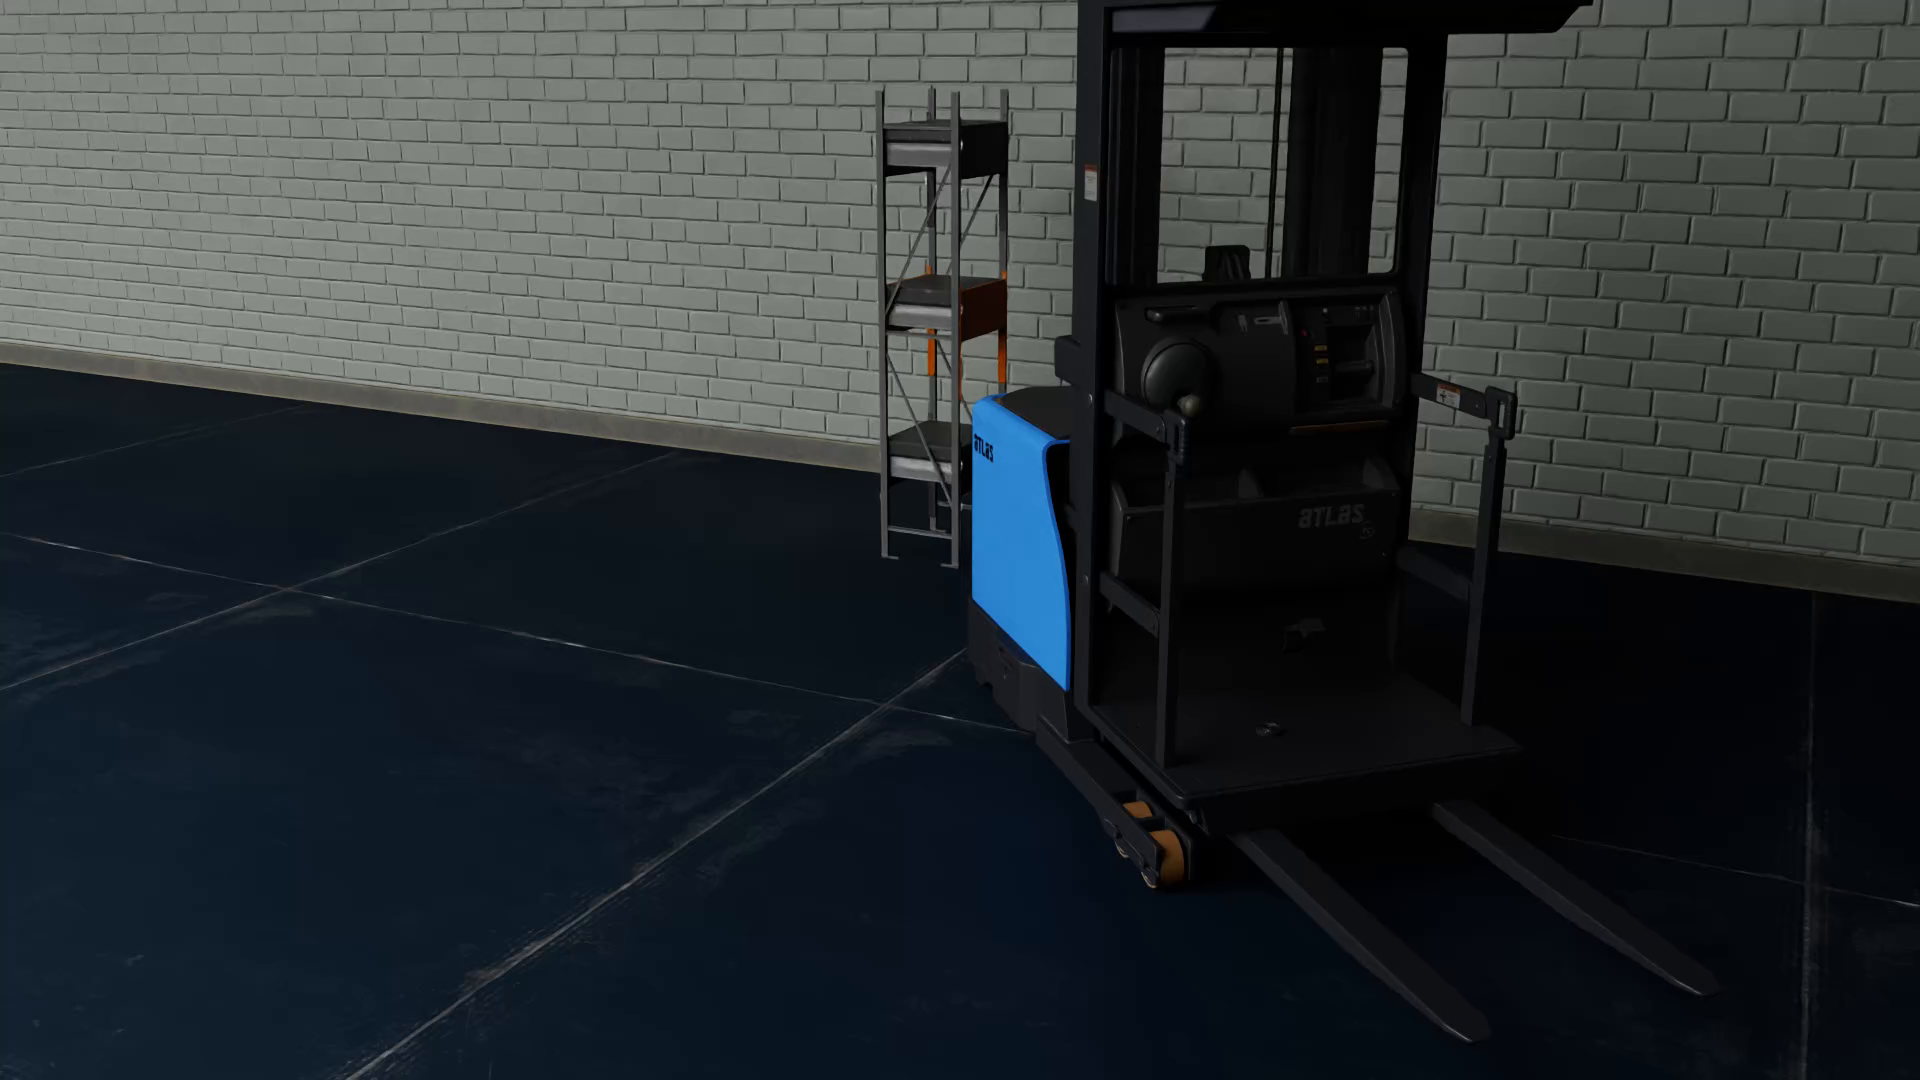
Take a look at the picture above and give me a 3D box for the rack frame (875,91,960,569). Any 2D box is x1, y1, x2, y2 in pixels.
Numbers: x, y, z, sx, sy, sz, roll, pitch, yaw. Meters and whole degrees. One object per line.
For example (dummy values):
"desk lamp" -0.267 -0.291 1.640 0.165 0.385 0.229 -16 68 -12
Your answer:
"rack frame" -0.183 -0.902 7.374 0.400 2.100 0.015 8 18 25

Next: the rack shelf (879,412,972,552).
"rack shelf" -0.074 -0.280 7.787 0.431 0.518 0.480 8 18 25

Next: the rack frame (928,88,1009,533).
"rack frame" 0.035 -1.027 7.793 0.400 2.100 0.015 8 18 25

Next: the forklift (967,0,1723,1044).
"forklift" 0.961 -0.546 4.716 1.130 2.935 3.031 -5 17 -17

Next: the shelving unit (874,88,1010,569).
"shelving unit" -0.074 -0.964 7.583 0.431 2.100 0.503 8 18 25

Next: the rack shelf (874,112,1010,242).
"rack shelf" -0.074 -1.622 7.388 0.431 0.518 0.480 8 18 25

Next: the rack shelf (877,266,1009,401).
"rack shelf" -0.074 -0.951 7.587 0.431 0.518 0.480 8 18 25
